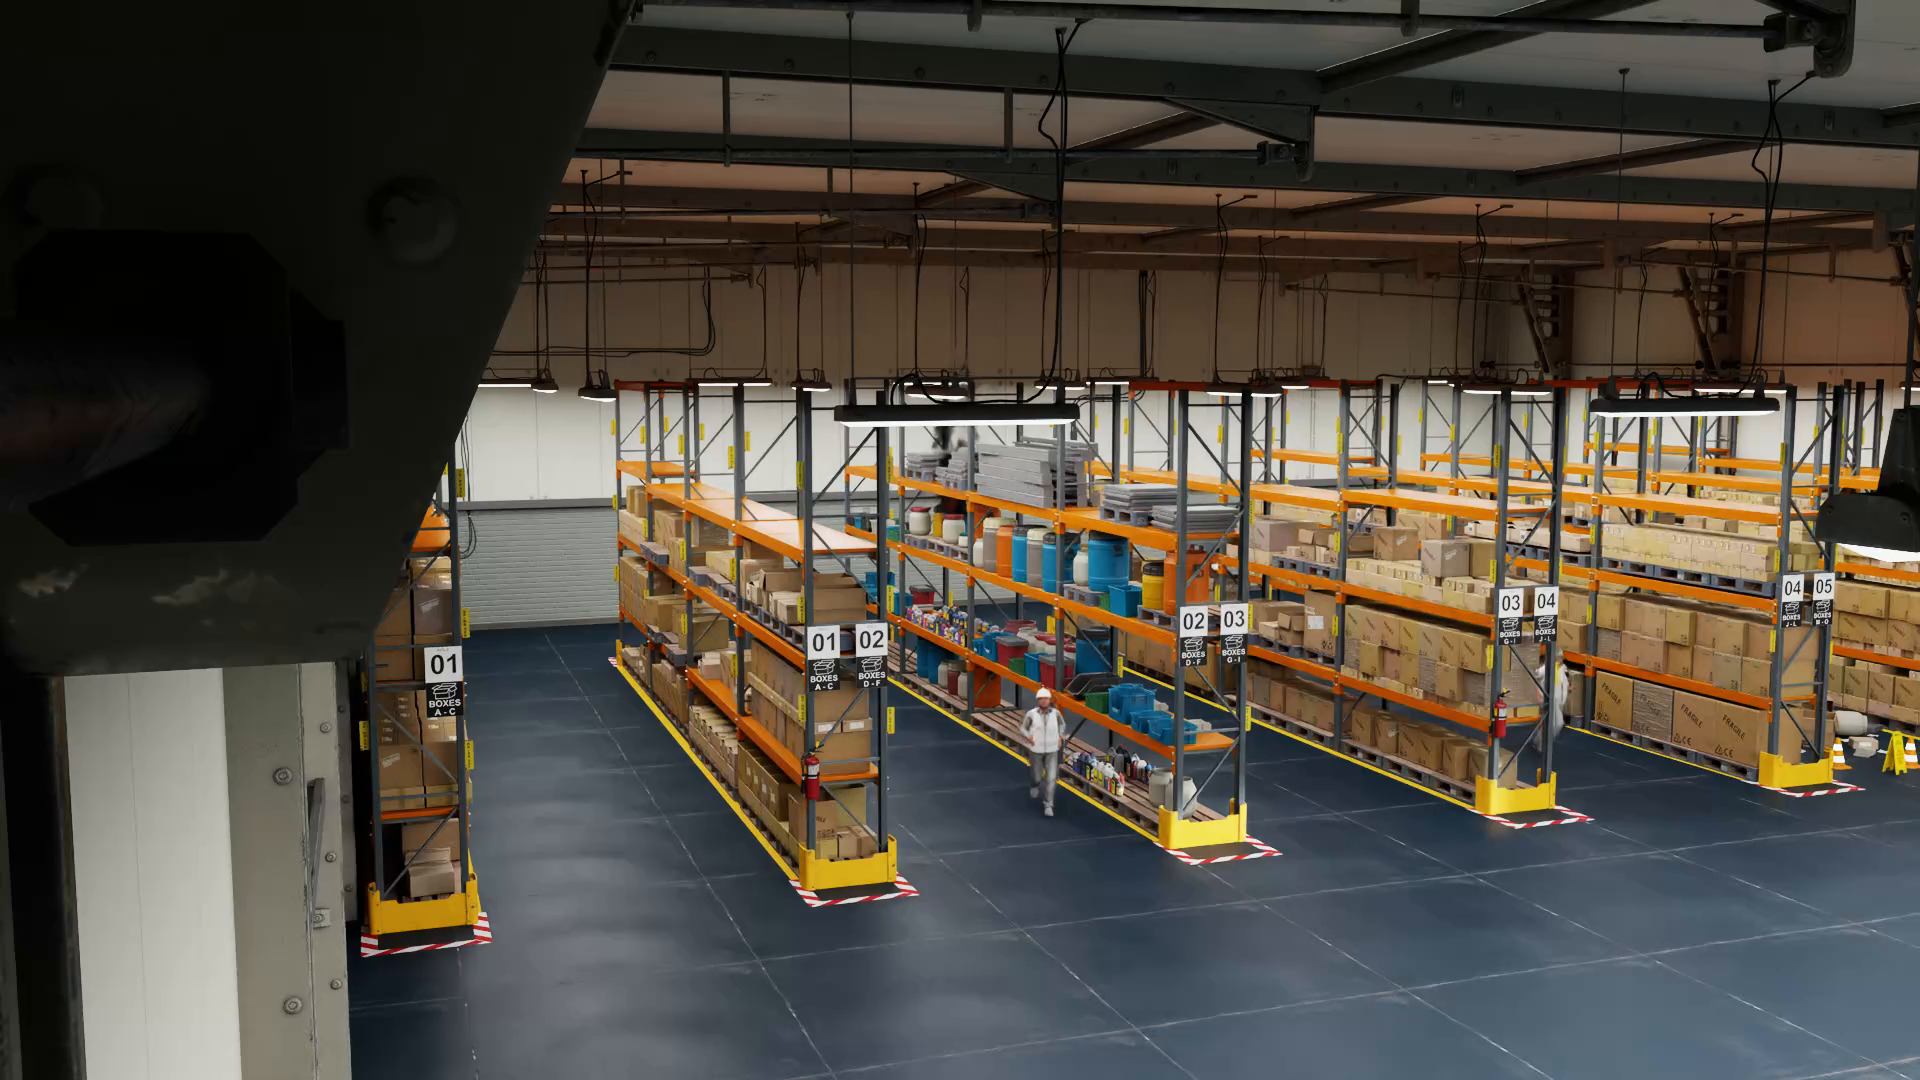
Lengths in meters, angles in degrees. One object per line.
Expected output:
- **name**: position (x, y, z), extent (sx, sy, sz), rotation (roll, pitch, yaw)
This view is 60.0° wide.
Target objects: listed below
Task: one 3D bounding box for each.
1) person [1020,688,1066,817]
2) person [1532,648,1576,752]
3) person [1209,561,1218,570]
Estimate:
- **person**: position (1.184, 2.965, 23.511), extent (0.677, 1.750, 0.940), rotation (0, 6, -4)
- **person**: position (9.613, 2.618, 26.924), extent (0.649, 1.778, 0.723), rotation (-4, 7, -31)
- **person**: position (6.137, 1.164, 41.028), extent (0.839, 1.744, 0.783), rotation (-4, 7, -34)
